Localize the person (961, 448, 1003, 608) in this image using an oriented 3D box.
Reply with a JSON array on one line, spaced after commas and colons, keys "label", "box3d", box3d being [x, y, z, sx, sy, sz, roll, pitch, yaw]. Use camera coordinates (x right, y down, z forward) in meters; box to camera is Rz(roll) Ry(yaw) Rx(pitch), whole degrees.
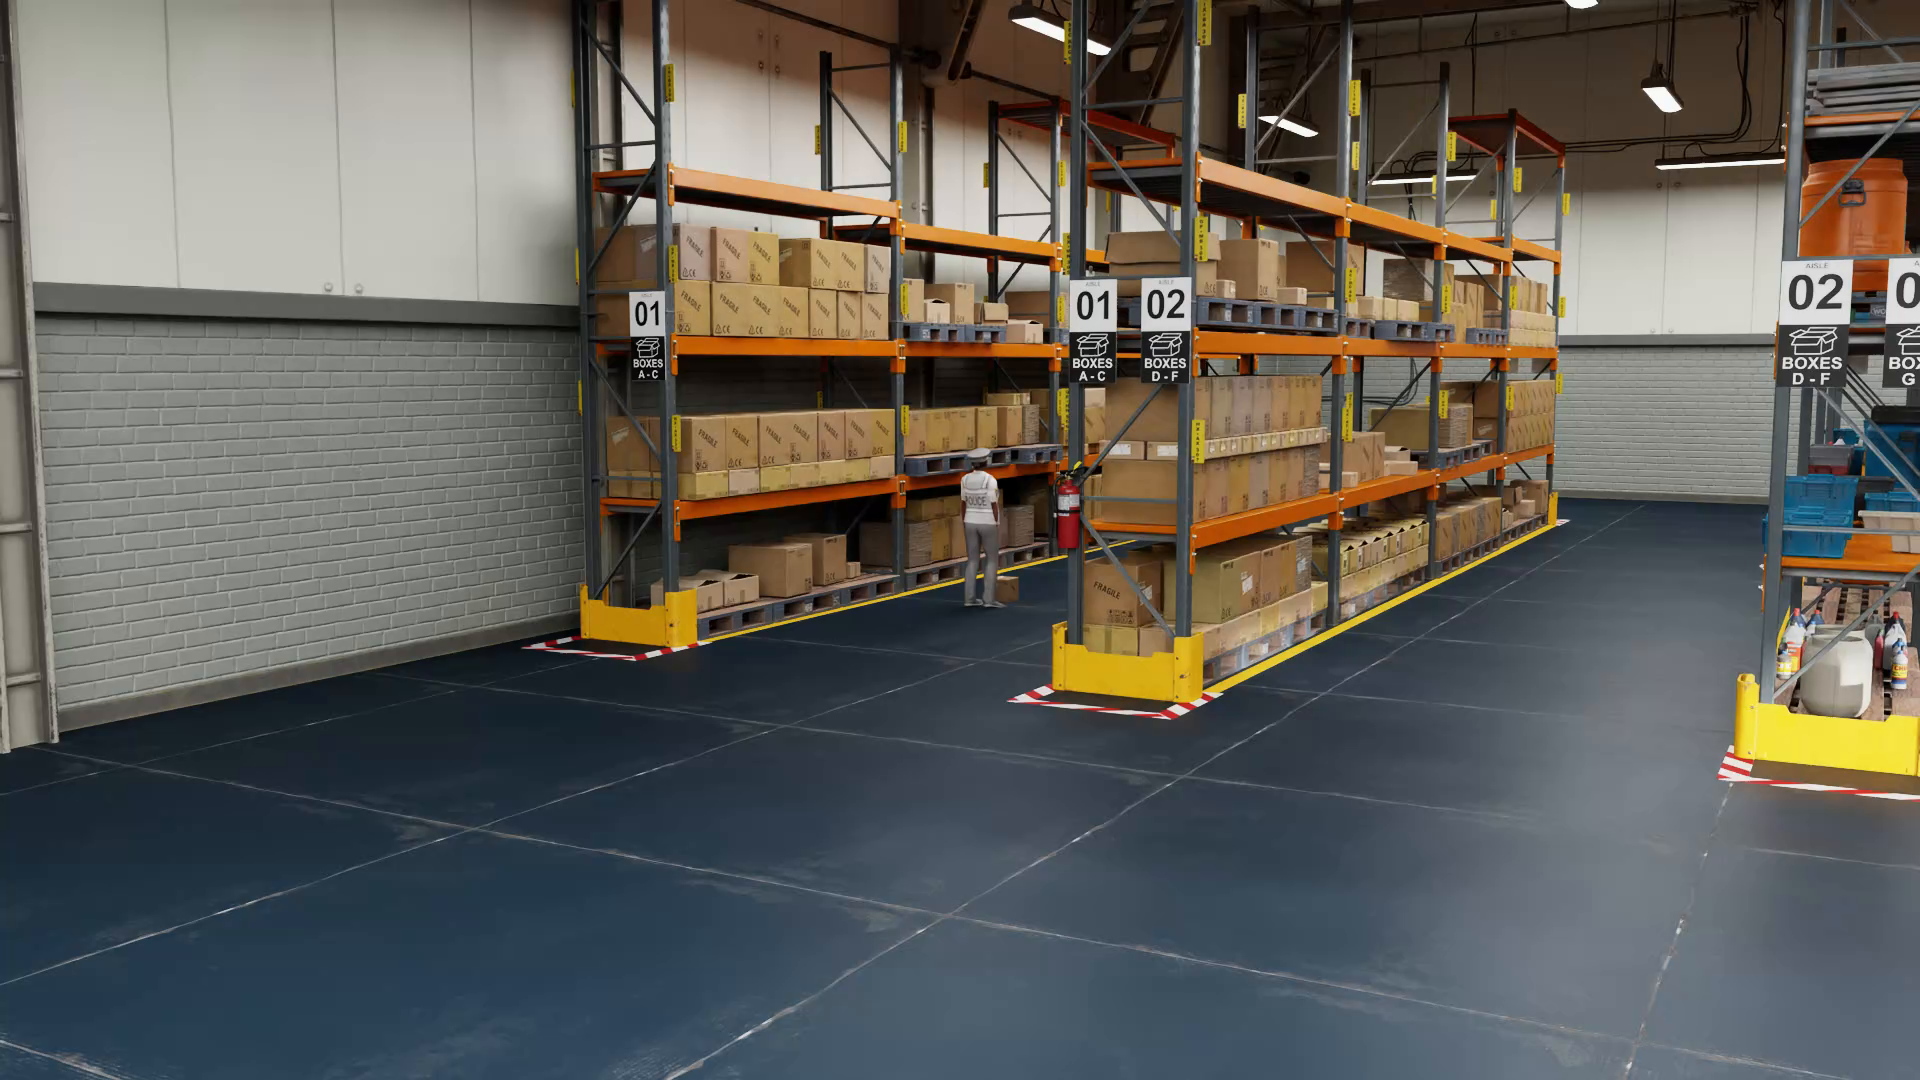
[{"label": "person", "box3d": [0.222, -0.124, 17.530, 0.437, 1.693, 0.338, 3, 7, 30]}]
